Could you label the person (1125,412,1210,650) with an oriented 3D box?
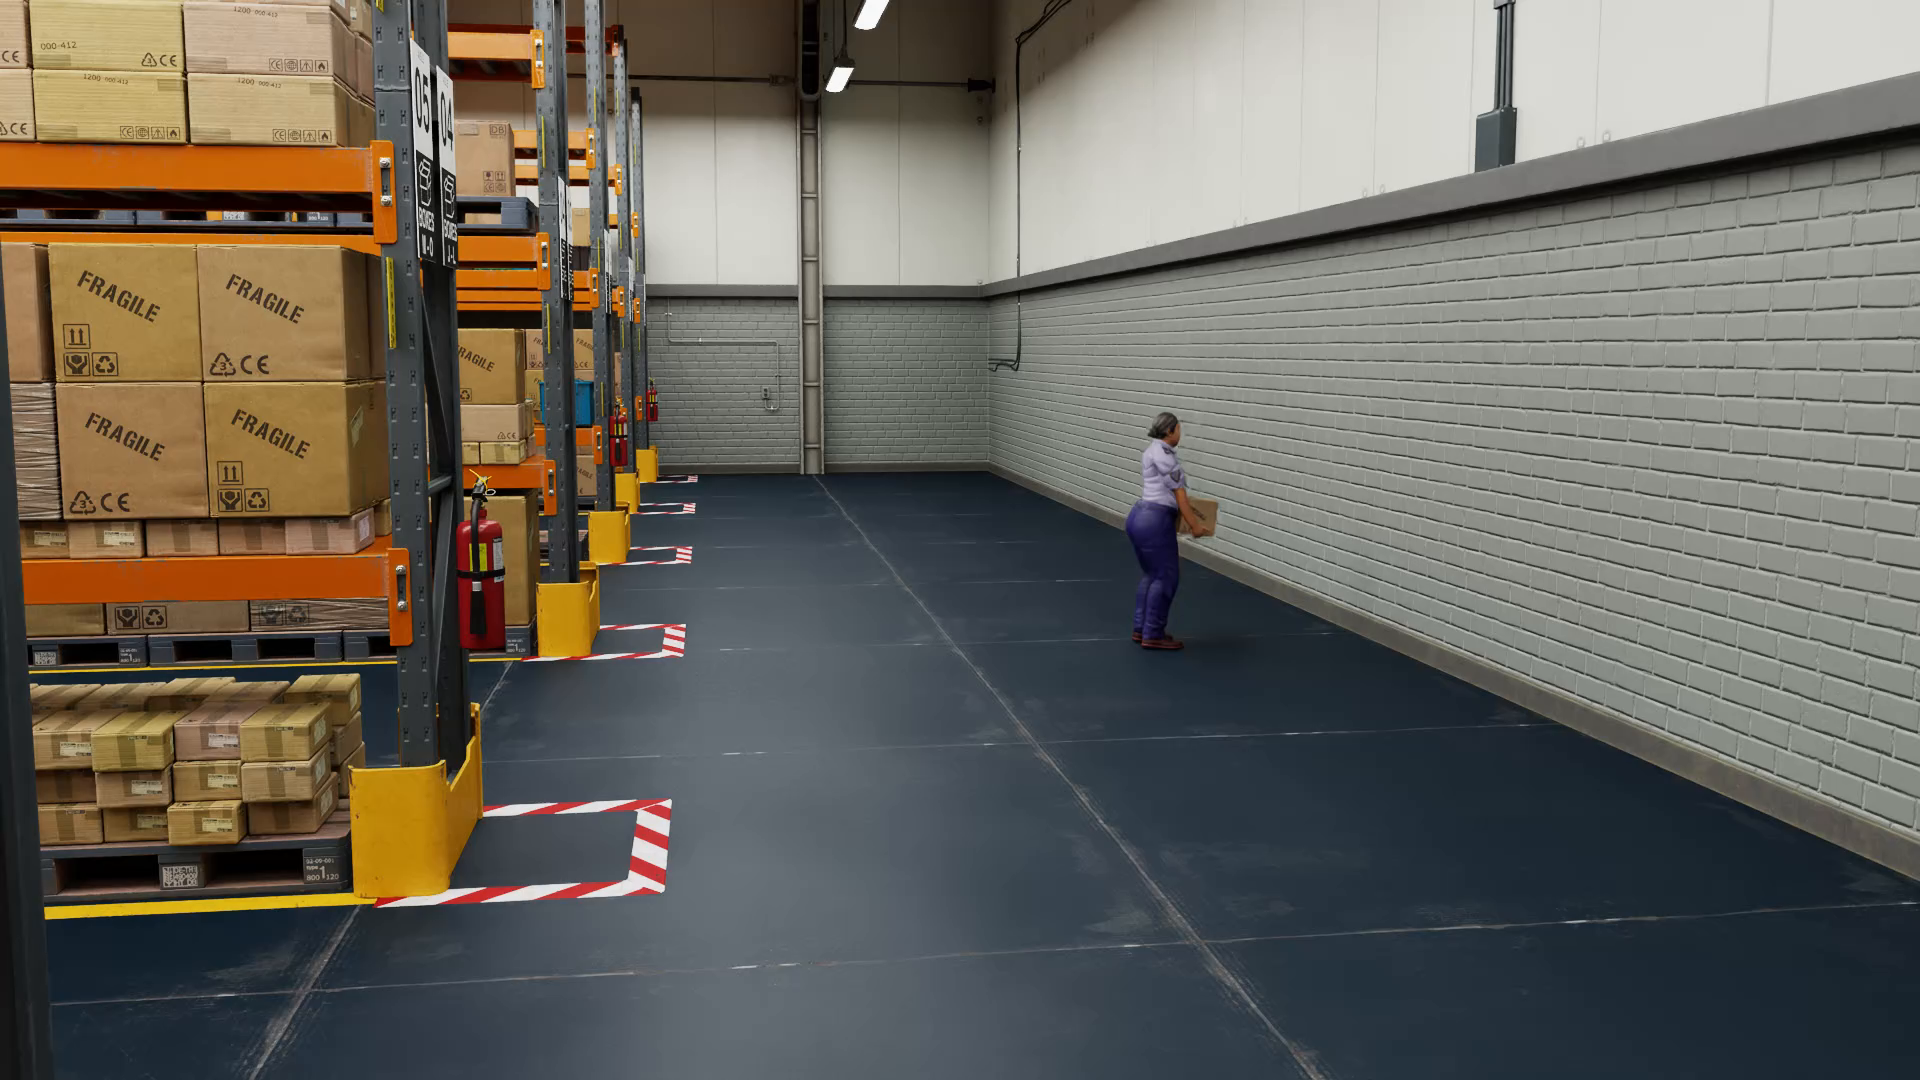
[{"bbox_3d":[1.440,-0.064,11.606,0.544,1.624,0.435,-1,7,-10],"label":"person"}]
